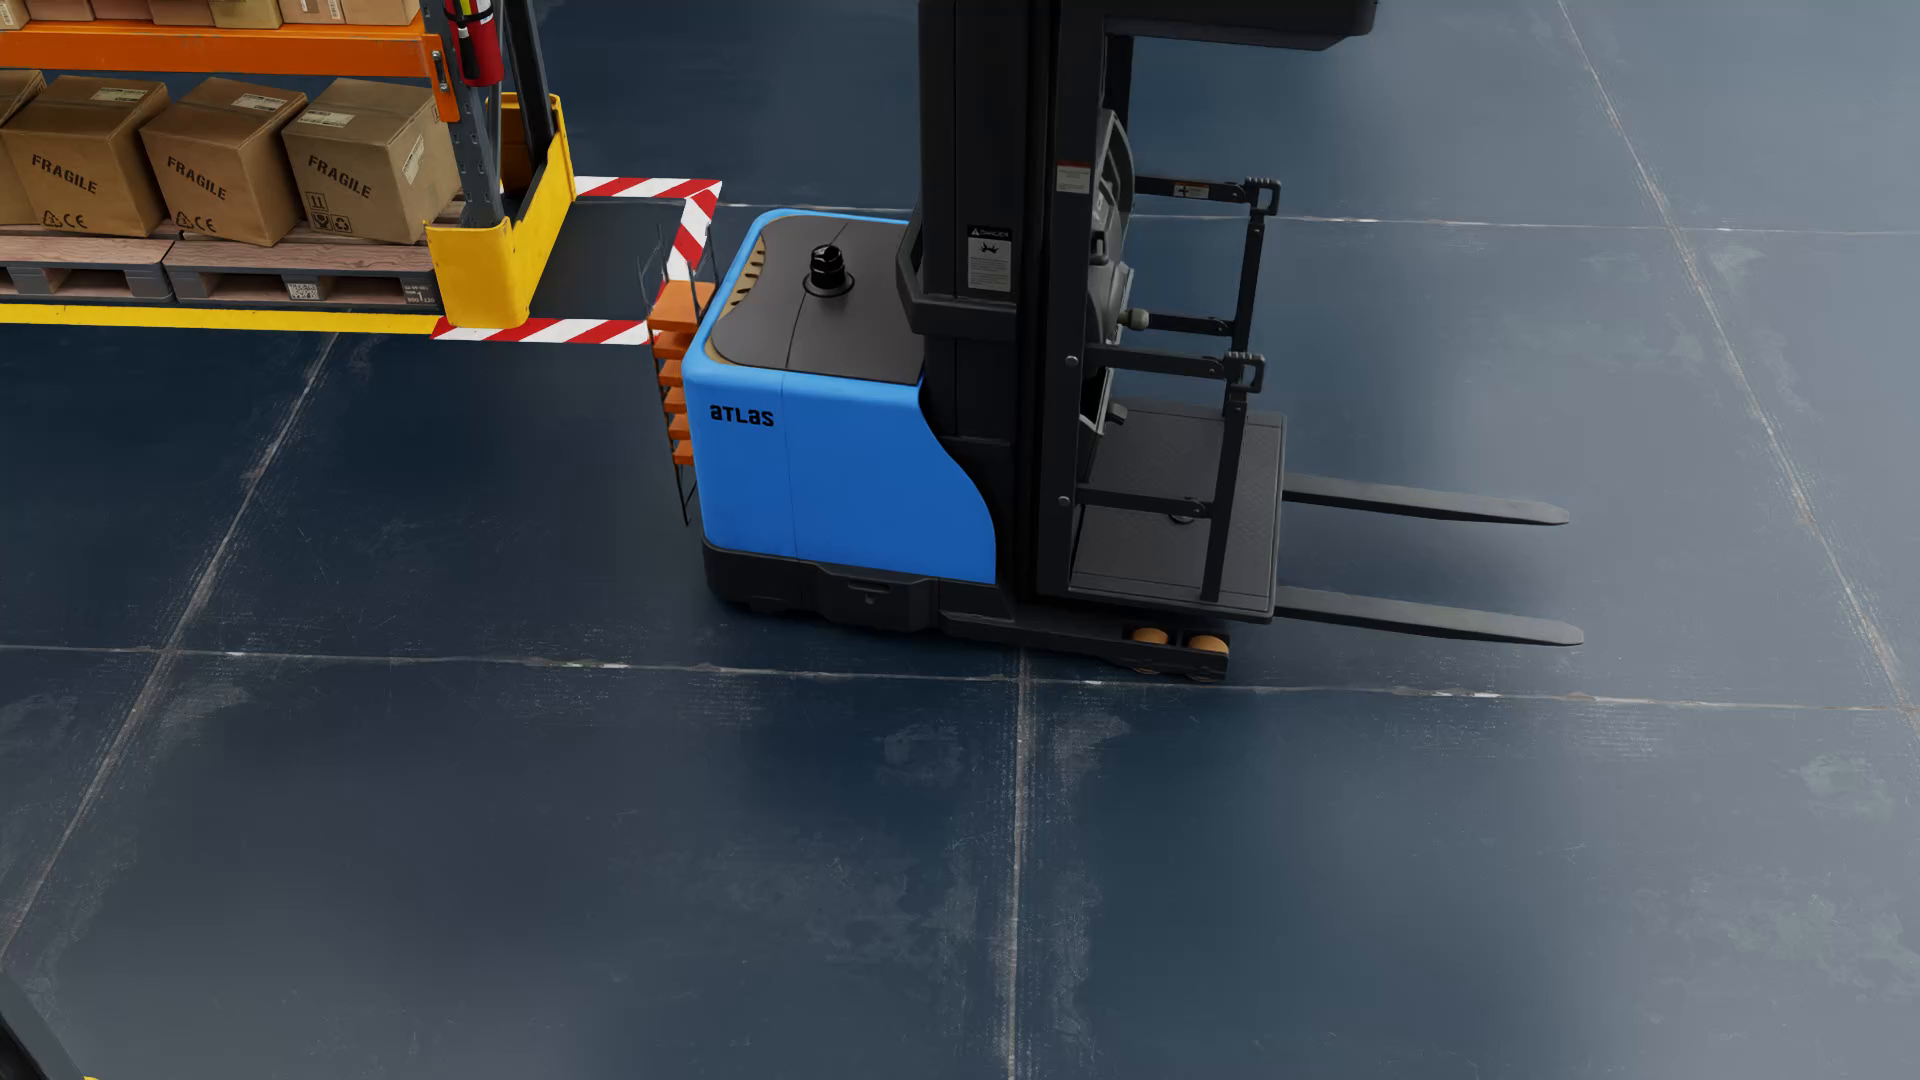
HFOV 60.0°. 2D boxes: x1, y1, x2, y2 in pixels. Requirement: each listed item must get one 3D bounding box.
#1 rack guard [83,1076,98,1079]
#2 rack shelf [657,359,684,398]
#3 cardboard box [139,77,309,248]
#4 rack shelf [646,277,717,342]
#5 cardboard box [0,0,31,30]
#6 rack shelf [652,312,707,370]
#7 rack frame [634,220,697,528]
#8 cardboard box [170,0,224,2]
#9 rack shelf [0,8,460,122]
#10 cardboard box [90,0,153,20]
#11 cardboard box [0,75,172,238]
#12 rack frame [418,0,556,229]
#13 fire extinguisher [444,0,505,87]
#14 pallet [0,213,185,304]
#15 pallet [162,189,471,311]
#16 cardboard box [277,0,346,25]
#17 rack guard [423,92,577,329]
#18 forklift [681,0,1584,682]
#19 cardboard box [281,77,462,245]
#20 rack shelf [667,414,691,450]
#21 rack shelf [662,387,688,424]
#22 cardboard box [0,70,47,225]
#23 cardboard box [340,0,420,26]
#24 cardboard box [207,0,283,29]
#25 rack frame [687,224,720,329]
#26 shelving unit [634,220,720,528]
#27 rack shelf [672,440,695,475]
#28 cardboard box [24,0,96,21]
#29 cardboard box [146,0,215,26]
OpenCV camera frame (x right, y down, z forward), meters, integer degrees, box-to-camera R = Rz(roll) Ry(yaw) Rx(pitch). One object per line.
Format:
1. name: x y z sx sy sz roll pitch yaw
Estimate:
1. rack guard: -2.274 1.902 3.841 0.348 0.500 1.175 2 43 2
2. rack shelf: -0.945 -0.614 5.914 0.180 0.103 0.258 6 43 9
3. cardboard box: -3.195 -1.680 7.378 0.500 0.500 0.500 12 44 13
4. rack shelf: -0.952 -0.790 5.751 0.180 0.103 0.258 6 43 9
5. cardboard box: -3.770 -2.166 6.558 0.250 0.149 0.380 2 43 2
6. rack shelf: -0.949 -0.702 5.833 0.180 0.103 0.258 6 43 9
7. rack frame: -1.033 -0.568 5.980 0.006 1.200 0.240 6 43 9
8. cardboard box: -3.026 -2.530 6.473 0.500 0.500 0.875 2 43 2
9. rack shelf: -3.971 -2.213 6.953 4.000 0.370 1.077 2 43 2
10. cardboard box: -3.266 -2.226 6.623 0.250 0.149 0.380 2 43 2
11. cardboard box: -3.819 -1.712 7.412 0.500 0.500 0.500 5 43 6
12. rack frame: -1.973 -2.415 6.642 0.127 3.000 1.000 2 43 2
13. fire extinguisher: -1.879 -2.069 6.327 0.183 0.674 0.296 2 43 2
14. pallet: -4.074 -1.485 7.689 1.213 0.211 1.003 2 43 2
15. pallet: -2.859 -1.446 7.647 1.213 0.211 1.003 2 43 2
16. cardboard box: -2.517 -2.199 6.594 0.250 0.149 0.380 2 43 2
17. rack guard: -2.049 -1.503 7.496 0.348 0.500 1.175 2 43 2
18. forklift: 0.658 -0.979 5.151 3.031 2.935 1.130 7 43 8
19. cardboard box: -2.596 -1.684 7.383 0.500 0.500 0.500 9 44 10
20. rack shelf: -0.939 -0.437 6.076 0.180 0.103 0.258 6 43 9
21. rack shelf: -0.942 -0.526 5.995 0.180 0.103 0.258 6 43 9
22. cardboard box: -4.375 -1.759 7.464 0.500 0.500 0.500 -2 43 -2
23. cardboard box: -2.267 -2.191 6.586 0.250 0.149 0.380 2 43 2
24. cardboard box: -2.769 -2.172 6.565 0.250 0.149 0.380 2 43 2
25. rack frame: -0.853 -0.548 5.951 0.006 1.200 0.240 6 43 9
26. shelving unit: -0.943 -0.558 5.965 0.189 1.200 0.258 6 43 9
27. rack shelf: -0.935 -0.349 6.158 0.180 0.103 0.258 6 43 9
28. cardboard box: -3.516 -2.218 6.615 0.250 0.149 0.380 2 43 2
29. cardboard box: -3.018 -2.190 6.585 0.250 0.149 0.380 2 43 2
